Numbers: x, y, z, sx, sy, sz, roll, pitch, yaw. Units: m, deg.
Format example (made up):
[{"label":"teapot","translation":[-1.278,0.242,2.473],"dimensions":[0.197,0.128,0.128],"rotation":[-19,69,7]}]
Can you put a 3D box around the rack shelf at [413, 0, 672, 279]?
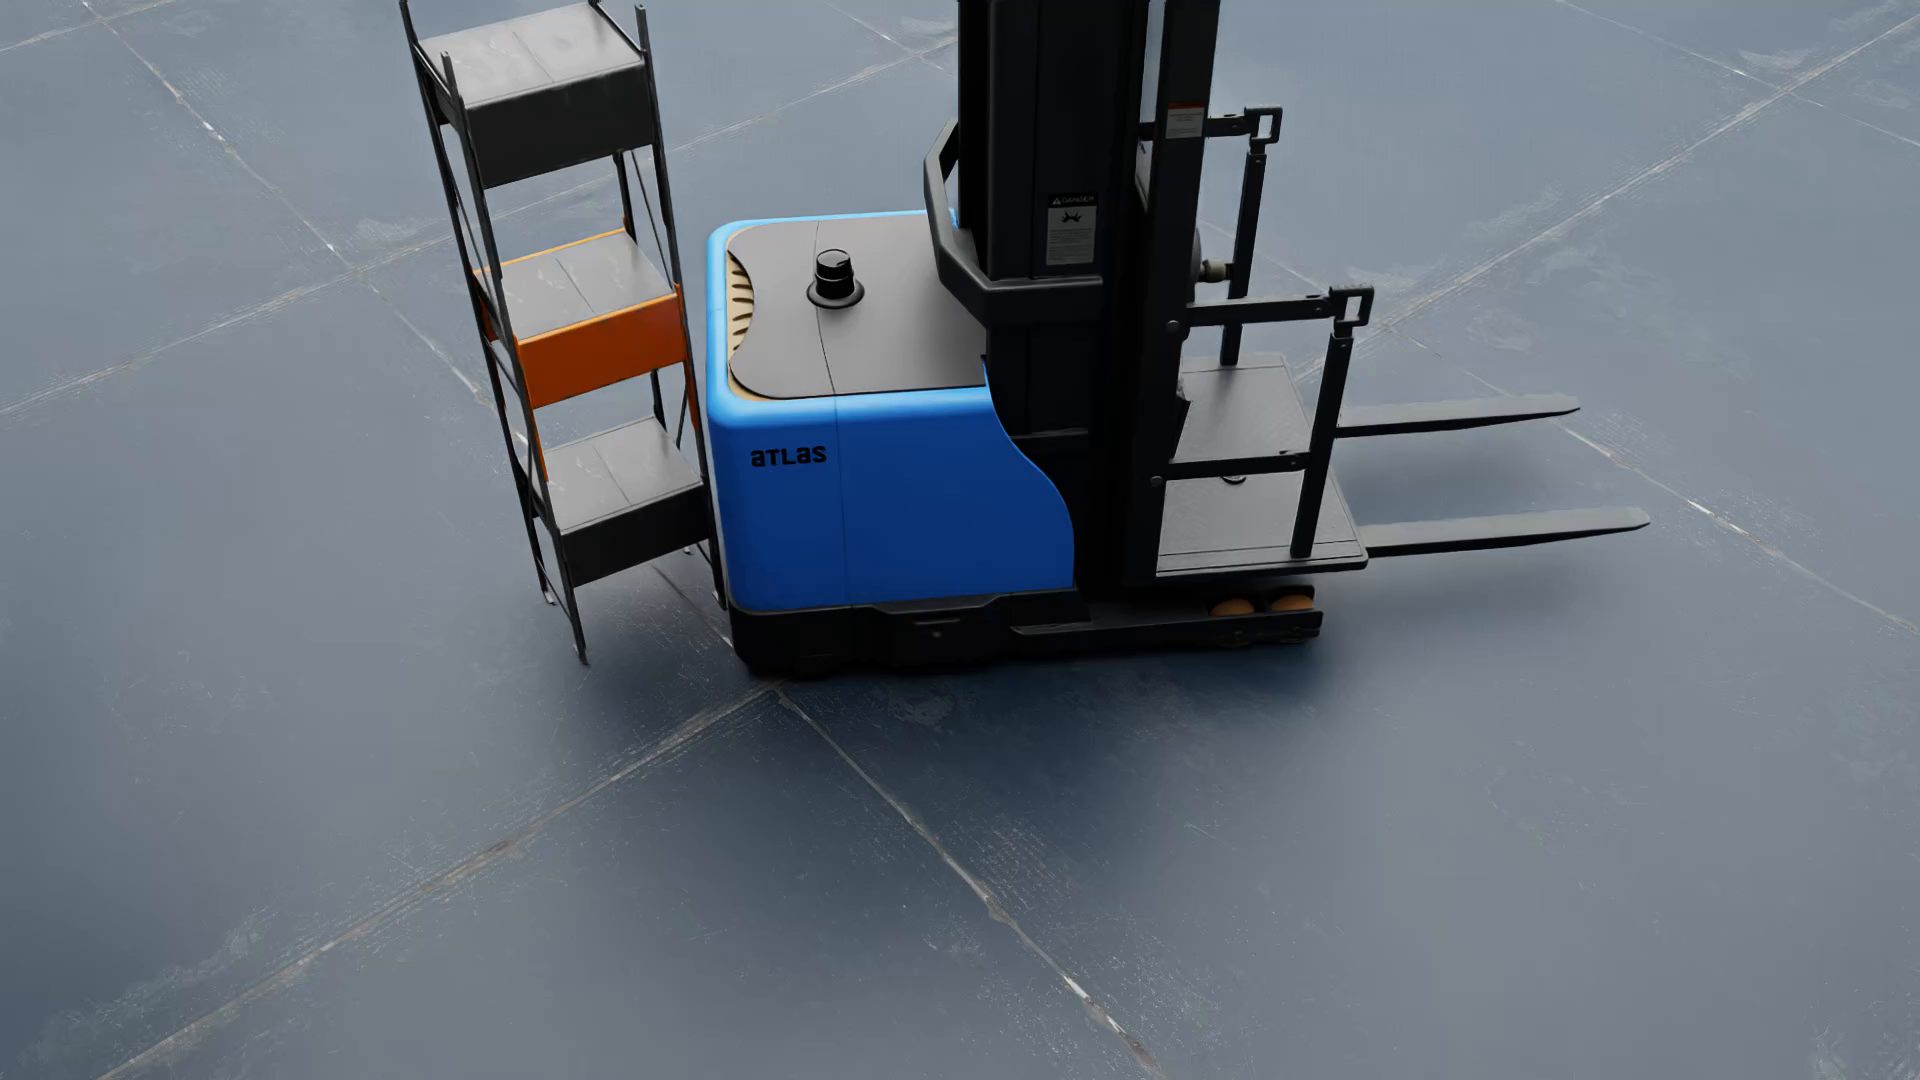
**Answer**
[{"label":"rack shelf","translation":[-1.087,-1.069,4.352],"dimensions":[0.480,0.518,0.431],"rotation":[-21,47,-21]}]

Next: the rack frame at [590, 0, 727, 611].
[{"label":"rack frame","translation":[-0.876,-0.652,4.910],"dimensions":[0.015,2.100,0.400],"rotation":[-21,47,-21]}]

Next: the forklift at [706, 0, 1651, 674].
[{"label":"forklift","translation":[0.742,-1.077,4.756],"dimensions":[3.031,2.935,1.130],"rotation":[-4,43,-5]}]

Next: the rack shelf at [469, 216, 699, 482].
[{"label":"rack shelf","translation":[-1.087,-0.558,4.831],"dimensions":[0.480,0.518,0.431],"rotation":[-21,47,-21]}]

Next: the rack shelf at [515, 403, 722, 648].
[{"label":"rack shelf","translation":[-1.087,-0.048,5.310],"dimensions":[0.480,0.518,0.431],"rotation":[-21,47,-21]}]

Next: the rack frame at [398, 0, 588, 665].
[{"label":"rack frame","translation":[-1.299,-0.485,4.733],"dimensions":[0.015,2.100,0.400],"rotation":[-21,47,-21]}]

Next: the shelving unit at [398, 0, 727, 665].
[{"label":"shelving unit","translation":[-1.087,-0.568,4.821],"dimensions":[0.503,2.100,0.431],"rotation":[-21,47,-21]}]
